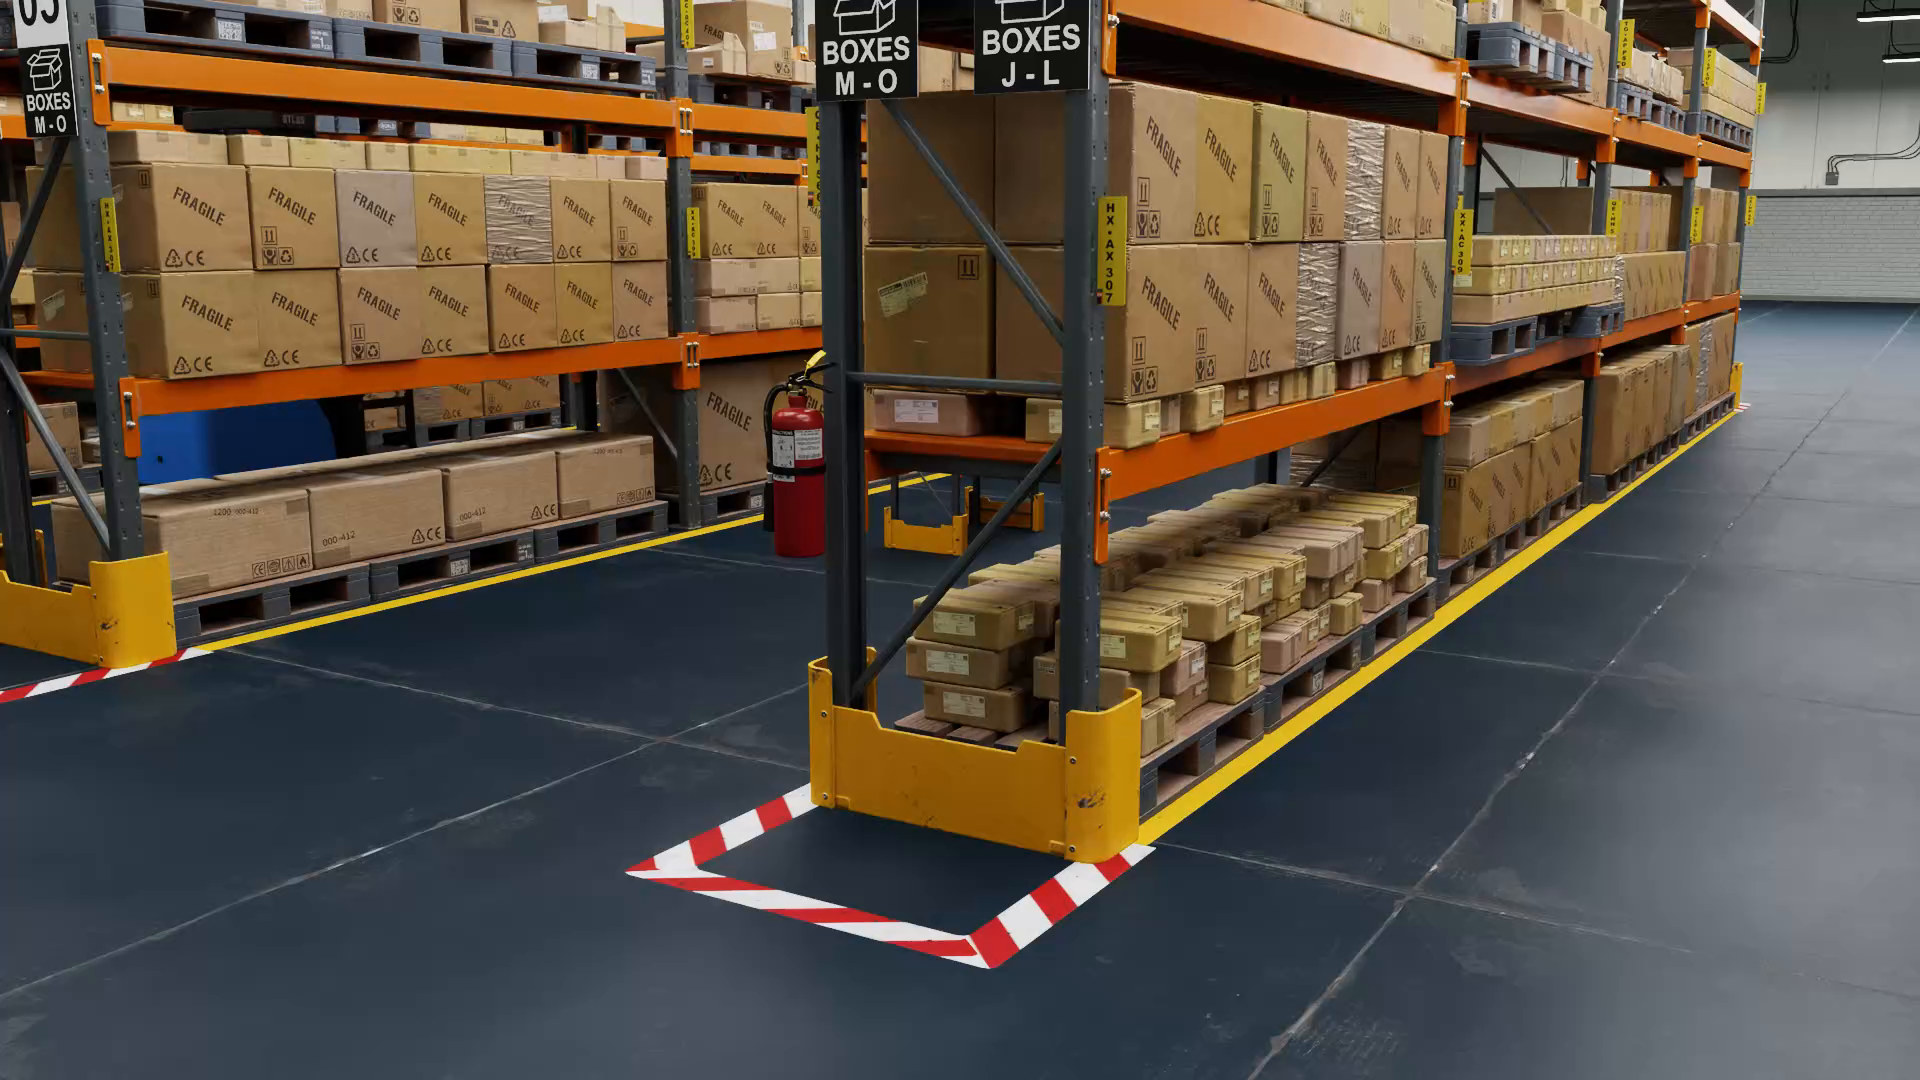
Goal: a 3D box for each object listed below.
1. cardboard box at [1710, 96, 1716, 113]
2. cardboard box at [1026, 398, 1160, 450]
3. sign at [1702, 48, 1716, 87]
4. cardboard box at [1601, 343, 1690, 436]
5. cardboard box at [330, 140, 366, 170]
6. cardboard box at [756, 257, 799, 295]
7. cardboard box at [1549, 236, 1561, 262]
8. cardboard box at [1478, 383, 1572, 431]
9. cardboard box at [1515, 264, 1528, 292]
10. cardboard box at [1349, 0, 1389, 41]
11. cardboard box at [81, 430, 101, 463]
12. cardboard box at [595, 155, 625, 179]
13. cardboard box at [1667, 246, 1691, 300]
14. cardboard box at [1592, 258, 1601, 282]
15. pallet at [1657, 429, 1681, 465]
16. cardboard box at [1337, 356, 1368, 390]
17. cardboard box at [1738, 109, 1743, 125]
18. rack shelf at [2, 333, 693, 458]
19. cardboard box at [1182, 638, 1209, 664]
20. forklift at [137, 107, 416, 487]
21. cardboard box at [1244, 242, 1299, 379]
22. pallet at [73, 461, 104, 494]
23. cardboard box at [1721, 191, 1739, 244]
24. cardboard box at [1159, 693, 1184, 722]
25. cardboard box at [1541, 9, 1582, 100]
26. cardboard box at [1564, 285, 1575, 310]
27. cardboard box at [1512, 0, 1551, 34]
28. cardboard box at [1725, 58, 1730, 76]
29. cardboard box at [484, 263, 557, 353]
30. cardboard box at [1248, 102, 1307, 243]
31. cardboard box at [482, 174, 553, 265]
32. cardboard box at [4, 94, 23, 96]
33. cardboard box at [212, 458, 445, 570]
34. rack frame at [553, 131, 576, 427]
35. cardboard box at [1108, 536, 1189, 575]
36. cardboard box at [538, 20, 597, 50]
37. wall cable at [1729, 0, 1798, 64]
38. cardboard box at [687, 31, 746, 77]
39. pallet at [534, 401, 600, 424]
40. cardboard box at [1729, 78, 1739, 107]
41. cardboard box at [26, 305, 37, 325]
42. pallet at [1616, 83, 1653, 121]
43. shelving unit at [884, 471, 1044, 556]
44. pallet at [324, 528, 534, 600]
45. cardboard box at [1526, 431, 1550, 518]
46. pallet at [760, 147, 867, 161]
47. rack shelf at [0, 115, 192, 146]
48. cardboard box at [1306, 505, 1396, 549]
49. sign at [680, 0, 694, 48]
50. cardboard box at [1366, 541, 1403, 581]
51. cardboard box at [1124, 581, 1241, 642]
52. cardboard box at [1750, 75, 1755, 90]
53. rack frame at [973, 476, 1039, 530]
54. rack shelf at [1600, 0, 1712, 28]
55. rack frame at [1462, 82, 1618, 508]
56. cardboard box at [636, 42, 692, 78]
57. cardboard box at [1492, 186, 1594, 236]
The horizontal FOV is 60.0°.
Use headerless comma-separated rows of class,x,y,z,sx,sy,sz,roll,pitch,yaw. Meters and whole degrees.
cardboard box,6.836,-4.062,15.535,0.380,0.149,0.250,6,12,31
cardboard box,0.442,-0.399,5.532,0.380,0.149,0.250,6,12,30
sign,6.693,-4.223,14.864,0.100,0.325,0.005,6,12,31
cardboard box,5.979,-1.385,15.086,1.050,0.750,0.750,6,12,30
cardboard box,-3.348,-2.016,8.736,0.380,0.149,0.250,7,12,31
cardboard box,-1.496,-1.888,11.851,0.500,0.250,0.500,7,12,32
cardboard box,3.339,-1.729,9.877,0.380,0.149,0.250,7,13,33
cardboard box,3.763,-0.894,11.109,0.500,0.250,0.500,7,12,32
cardboard box,2.935,-1.461,9.254,0.380,0.149,0.250,7,13,32
cardboard box,1.514,-2.272,7.112,0.500,0.250,0.500,6,12,30
cardboard box,-6.680,-0.753,13.031,0.396,0.266,0.258,7,13,33
cardboard box,-2.330,-2.339,10.457,0.380,0.149,0.250,7,13,32
cardboard box,6.405,-2.523,15.787,0.875,0.550,0.550,6,12,31
cardboard box,4.009,-1.785,10.987,0.380,0.149,0.250,7,13,32
pallet,5.888,-0.891,15.055,1.003,0.211,1.213,6,12,31
cardboard box,1.622,-0.770,7.515,0.380,0.149,0.250,6,12,28
cardboard box,7.889,-4.381,17.237,0.380,0.149,0.250,6,12,30
rack shelf,-3.251,-0.921,9.592,1.077,0.370,4.000,6,12,31
cardboard box,0.727,0.403,6.362,0.380,0.149,0.250,7,12,31
forklift,-4.644,-1.740,12.197,1.130,2.935,3.031,6,12,28
cardboard box,0.984,-0.905,6.471,0.500,0.500,0.500,7,12,31
pallet,-6.814,-0.584,13.416,1.003,0.211,1.213,6,12,31
cardboard box,7.868,-3.474,17.931,0.875,0.550,0.550,6,12,31
cardboard box,0.605,0.591,6.166,0.380,0.149,0.250,6,12,30
cardboard box,3.557,-3.013,10.385,0.500,0.500,0.500,6,12,31
cardboard box,3.614,-1.521,10.385,0.380,0.149,0.250,7,13,32
cardboard box,2.985,-3.094,9.671,0.797,0.503,0.637,6,12,30
cardboard box,7.231,-4.574,16.101,0.380,0.149,0.250,7,12,31
cardboard box,-2.746,-1.379,9.811,0.500,0.500,0.500,6,12,30
cardboard box,1.000,-1.395,6.370,0.500,0.500,0.500,6,12,29
cardboard box,-2.748,-1.869,9.713,0.500,0.500,0.500,7,12,31
cardboard box,-7.030,-3.348,12.046,0.500,0.250,0.500,7,13,32
cardboard box,-3.564,-0.165,9.421,0.875,0.438,0.875,7,13,32
rack frame,-4.380,-2.692,17.096,1.000,3.000,0.127,6,12,31
cardboard box,0.770,0.092,7.215,0.380,0.149,0.250,6,12,29
cardboard box,-2.408,-3.023,9.983,0.380,0.149,0.250,7,13,32
wall cable,21.834,-14.568,46.584,3.097,2.526,0.112,6,12,31
cardboard box,-1.654,-3.249,11.145,0.396,0.266,0.258,6,12,30
pallet,-3.919,-1.447,18.024,1.003,0.211,1.213,6,12,31
cardboard box,7.502,-4.481,16.690,0.500,0.250,0.500,7,12,31
cardboard box,-6.905,-1.697,12.466,0.380,0.149,0.250,6,12,30
pallet,4.436,-3.249,12.434,1.213,0.211,1.003,7,13,33
shelving unit,0.040,-0.749,10.795,0.587,1.500,1.083,6,12,31
pallet,-3.307,0.086,9.834,1.003,0.211,1.213,6,12,31
cardboard box,3.496,-0.444,10.743,0.500,0.500,0.500,6,12,28
pallet,-1.883,-4.888,20.918,1.003,0.211,1.213,6,12,31
rack shelf,-7.495,-2.869,11.846,1.077,0.370,4.000,6,12,31
cardboard box,1.886,-0.065,8.054,0.380,0.149,0.250,6,12,30
sign,-1.737,-3.304,10.593,0.100,0.325,0.005,6,12,31
cardboard box,1.925,0.084,8.066,0.380,0.149,0.250,6,12,29
cardboard box,0.837,0.267,6.279,0.380,0.149,0.250,6,12,31
cardboard box,8.285,-4.893,17.806,0.380,0.149,0.250,6,12,31
rack frame,0.308,-0.831,11.229,0.500,1.500,0.032,6,12,31
rack shelf,5.186,-4.474,13.356,1.077,0.370,4.000,6,12,31
rack frame,4.147,-1.761,12.125,1.000,3.000,0.127,6,12,31
cardboard box,-1.934,-3.385,11.747,0.500,0.311,0.500,6,12,31
cardboard box,4.389,-2.371,12.396,0.700,0.500,0.500,6,12,30
